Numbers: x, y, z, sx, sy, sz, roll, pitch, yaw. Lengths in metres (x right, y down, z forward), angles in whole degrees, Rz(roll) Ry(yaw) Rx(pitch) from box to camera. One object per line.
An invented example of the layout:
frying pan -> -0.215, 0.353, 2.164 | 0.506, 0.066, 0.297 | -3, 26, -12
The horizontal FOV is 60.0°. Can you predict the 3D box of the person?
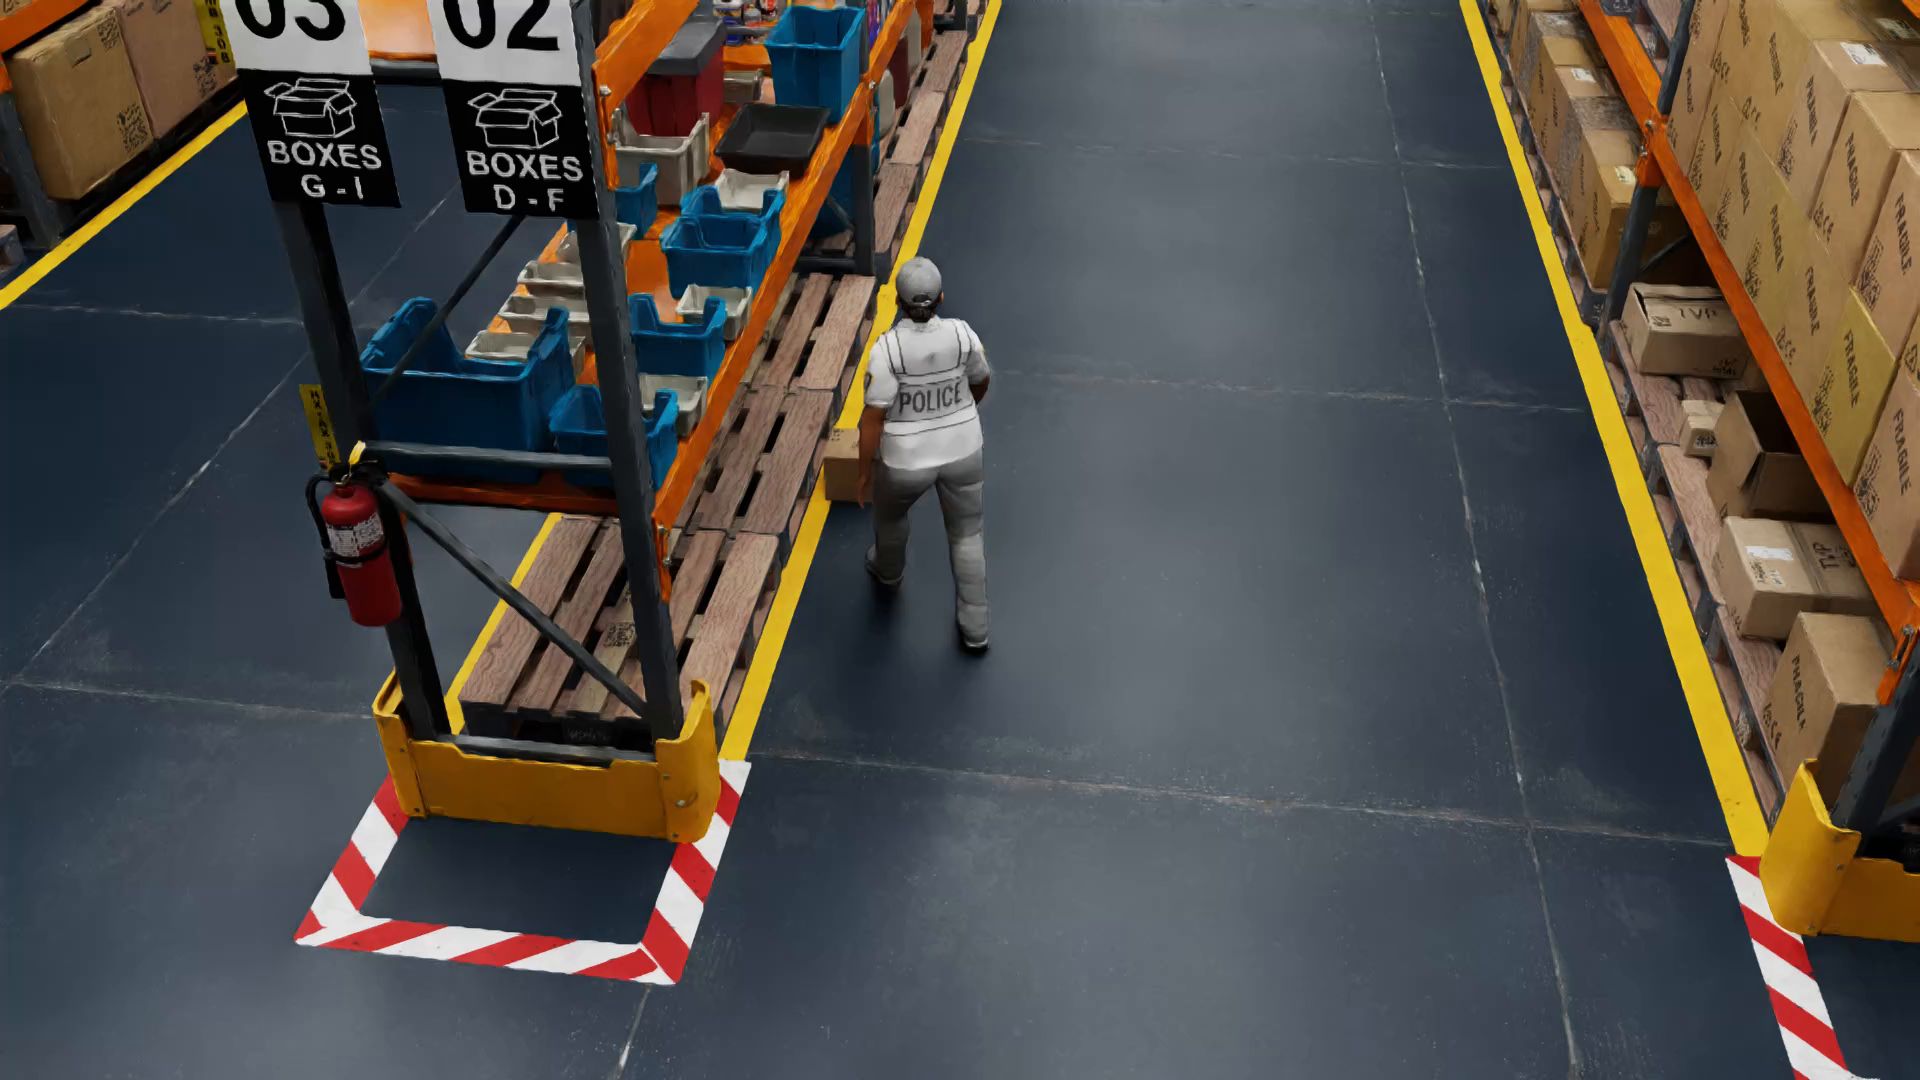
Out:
person -> -0.168, -0.390, 6.670 | 0.604, 1.644, 0.826 | -10, 38, -13
